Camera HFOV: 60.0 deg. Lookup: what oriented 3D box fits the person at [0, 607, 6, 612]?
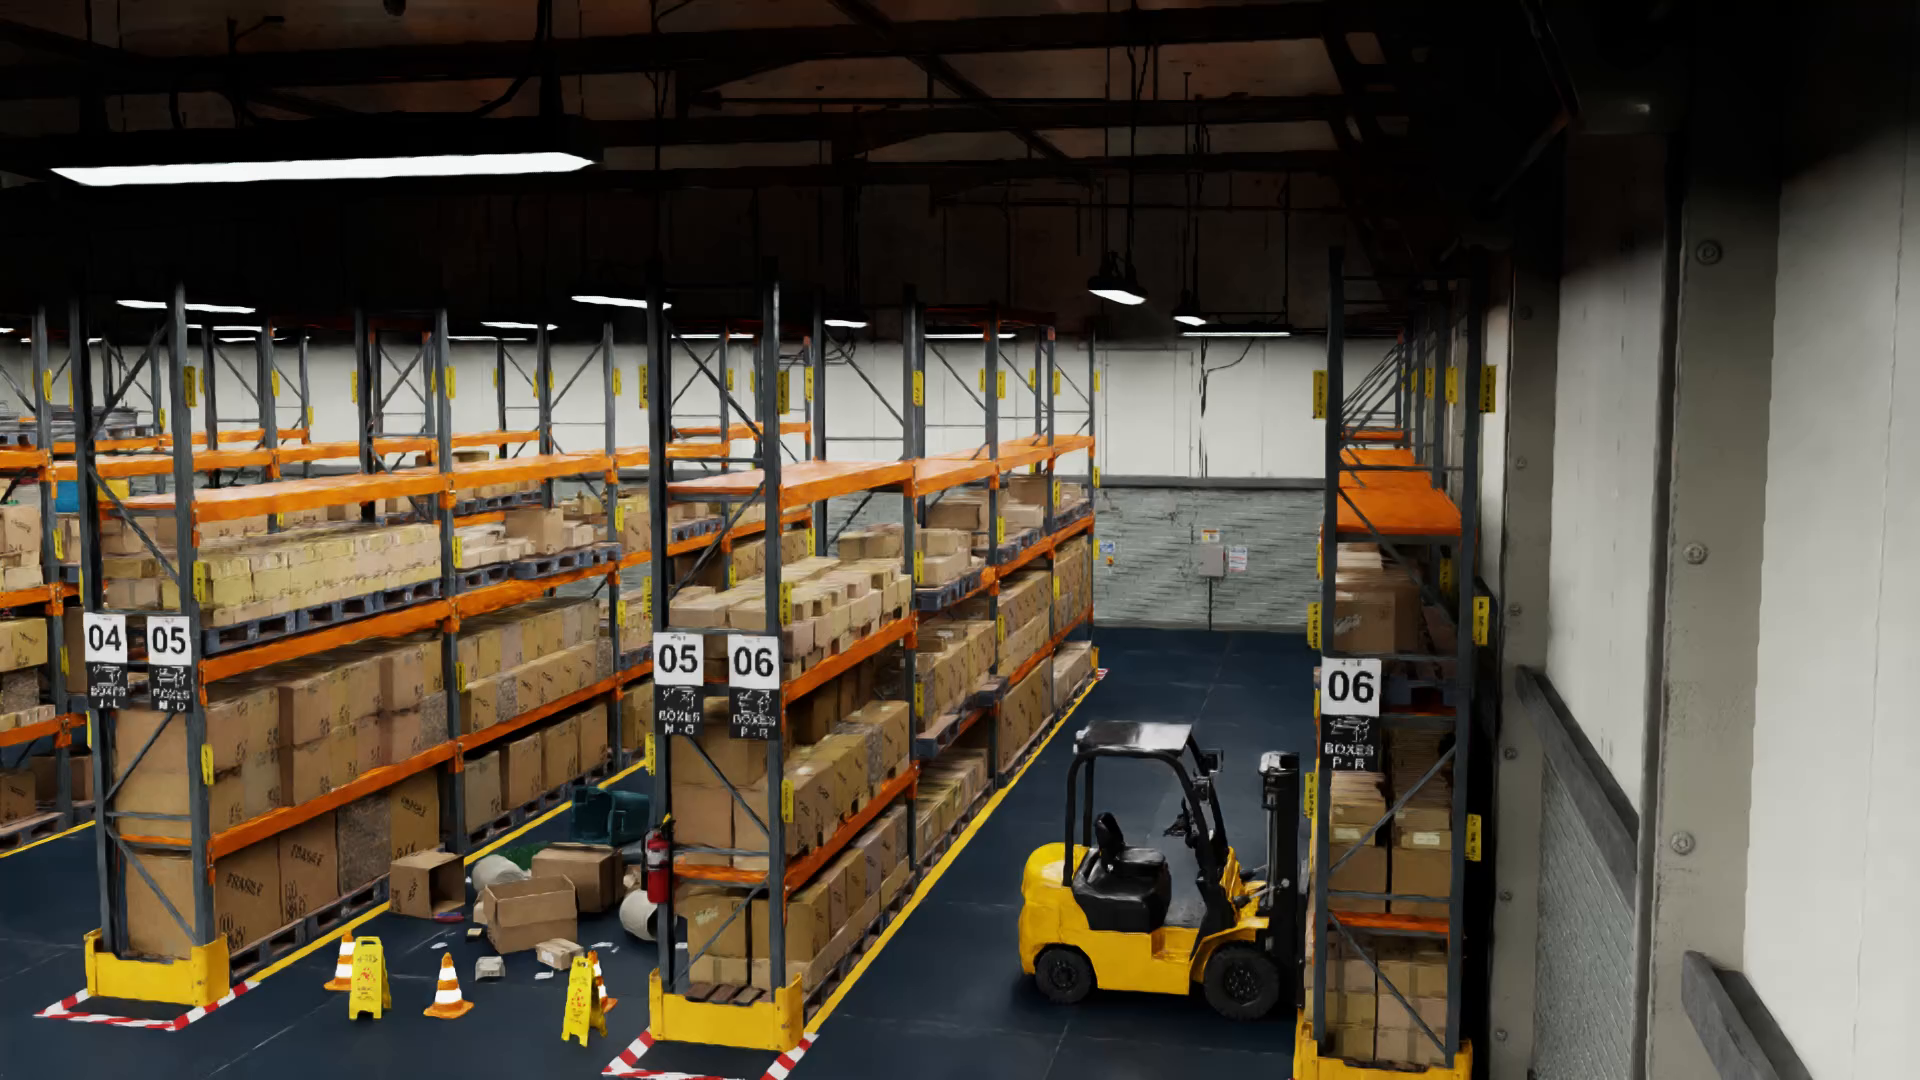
[{"bbox_3d":[-20.074,0.847,34.292,0.577,1.691,1.121,2,6,15],"label":"person"}]
